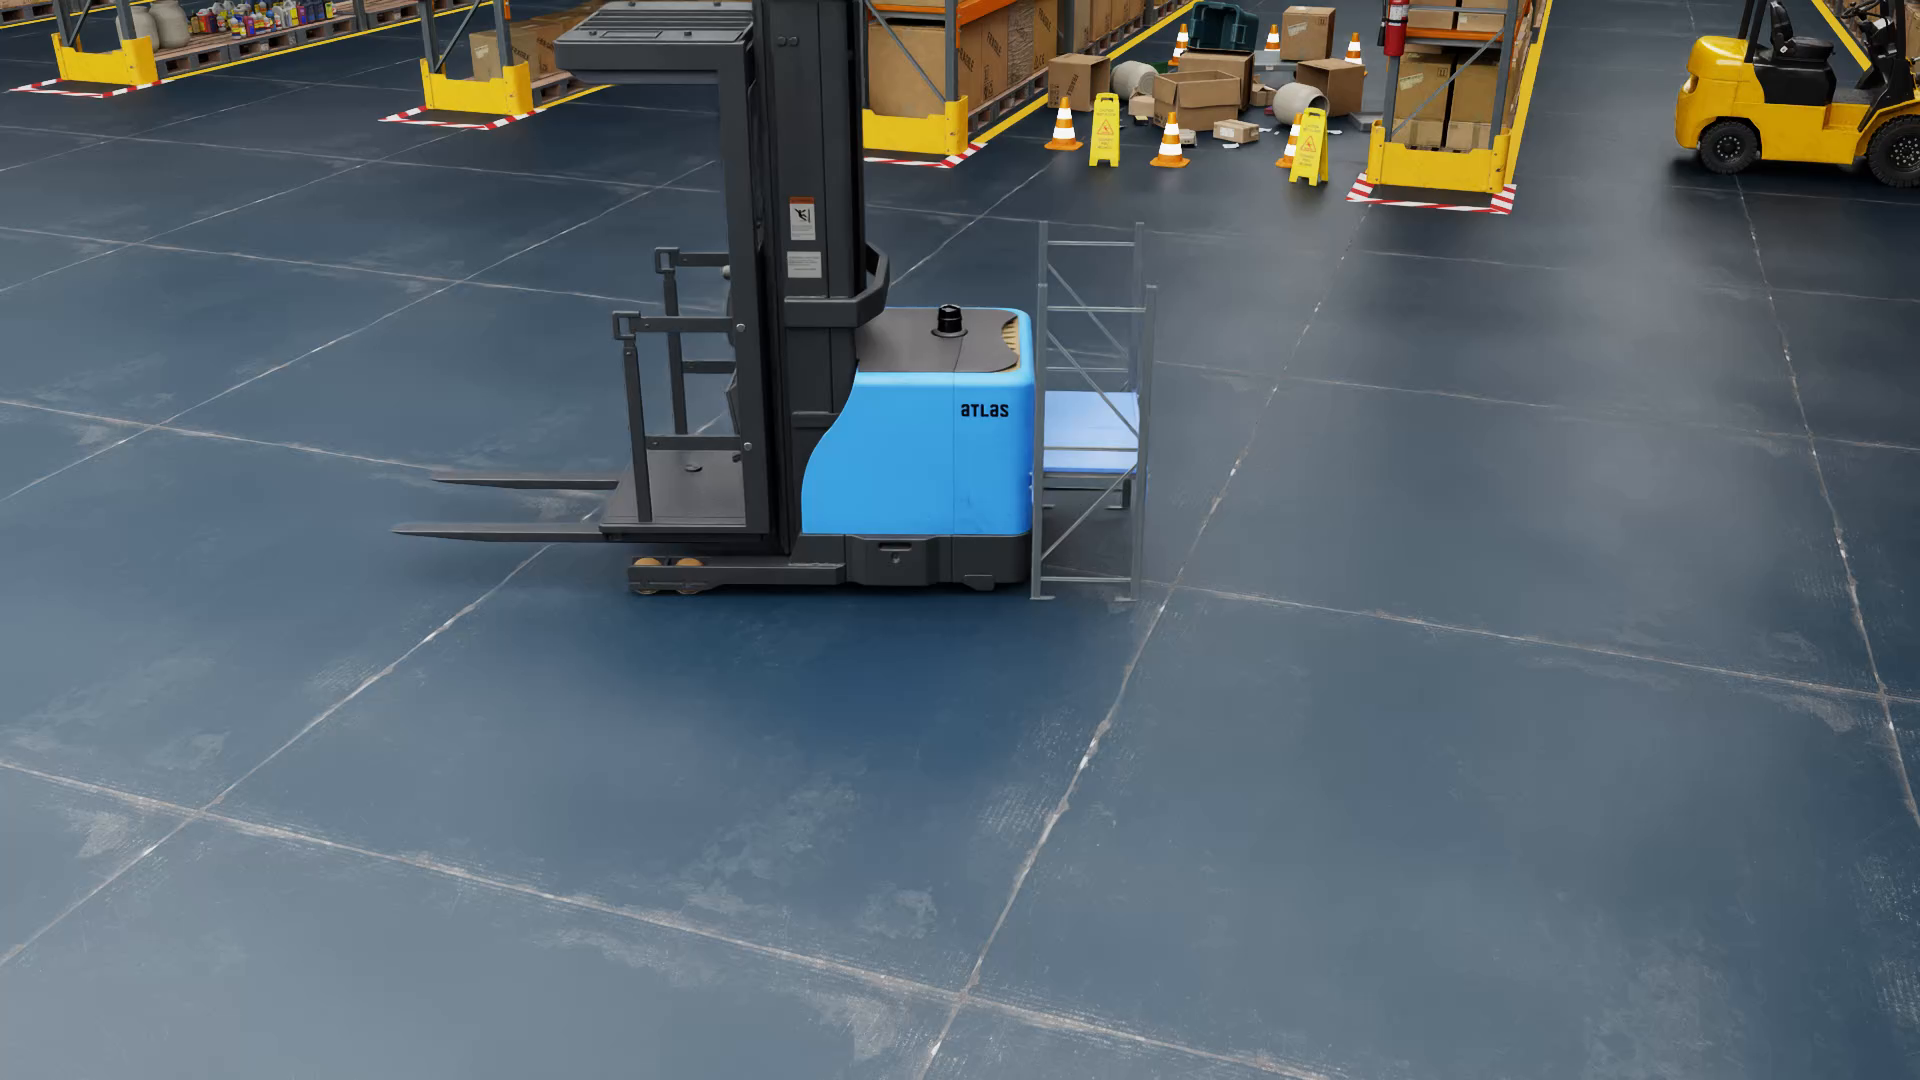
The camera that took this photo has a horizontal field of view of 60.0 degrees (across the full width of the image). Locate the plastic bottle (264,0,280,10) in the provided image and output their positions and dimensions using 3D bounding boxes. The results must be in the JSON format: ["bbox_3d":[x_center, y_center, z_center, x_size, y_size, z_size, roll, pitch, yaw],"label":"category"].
[{"bbox_3d":[-9.015,-6.997,21.795,0.144,0.351,0.185,9,27,17],"label":"plastic bottle"}]

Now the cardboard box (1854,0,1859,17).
[{"bbox_3d":[12.158,-7.171,22.005,0.500,0.500,0.500,8,27,16],"label":"cardboard box"}]

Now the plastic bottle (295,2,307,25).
[{"bbox_3d":[-8.512,-6.801,21.467,0.061,0.283,0.133,11,28,21],"label":"plastic bottle"}]

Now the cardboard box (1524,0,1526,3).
[{"bbox_3d":[4.782,-5.031,14.744,0.500,0.500,0.500,10,27,19],"label":"cardboard box"}]

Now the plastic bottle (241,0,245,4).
[{"bbox_3d":[-9.308,-6.848,21.565,0.061,0.283,0.133,10,28,20],"label":"plastic bottle"}]

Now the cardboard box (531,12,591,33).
[{"bbox_3d":[-4.535,-5.745,19.060,0.500,0.500,0.500,11,28,22],"label":"cardboard box"}]

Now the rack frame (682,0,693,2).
[{"bbox_3d":[-3.820,-7.566,20.434,1.000,3.000,0.127,9,27,17],"label":"rack frame"}]

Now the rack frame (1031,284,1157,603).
[{"bbox_3d":[0.578,-0.400,7.354,0.500,1.500,0.032,1,26,3],"label":"rack frame"}]

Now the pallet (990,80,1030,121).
[{"bbox_3d":[0.092,-4.746,17.809,1.003,0.211,1.213,9,27,17],"label":"pallet"}]

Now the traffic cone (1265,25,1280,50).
[{"bbox_3d":[3.771,-5.964,20.036,0.336,0.463,0.334,9,27,17],"label":"traffic cone"}]

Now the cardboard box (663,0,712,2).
[{"bbox_3d":[-3.596,-6.888,21.397,0.700,0.500,0.500,7,27,13],"label":"cardboard box"}]

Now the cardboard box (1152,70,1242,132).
[{"bbox_3d":[2.391,-4.450,16.864,0.797,0.503,0.637,-9,27,-18],"label":"cardboard box"}]

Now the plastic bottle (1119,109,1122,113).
[{"bbox_3d":[1.566,-4.536,17.548,0.283,0.061,0.133,0,26,-1],"label":"plastic bottle"}]

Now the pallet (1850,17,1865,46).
[{"bbox_3d":[12.230,-6.600,21.639,1.003,0.211,1.213,9,27,17],"label":"pallet"}]

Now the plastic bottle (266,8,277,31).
[{"bbox_3d":[-8.710,-6.575,21.014,0.097,0.271,0.097,0,26,0],"label":"plastic bottle"}]

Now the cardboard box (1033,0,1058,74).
[{"bbox_3d":[0.548,-5.789,18.721,0.875,0.875,0.875,9,27,18],"label":"cardboard box"}]

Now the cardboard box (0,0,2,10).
[{"bbox_3d":[-13.437,-7.321,22.602,0.500,0.250,0.500,9,27,17],"label":"cardboard box"}]

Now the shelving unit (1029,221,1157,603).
[{"bbox_3d":[0.603,-0.621,7.811,0.538,1.500,1.048,1,26,3],"label":"shelving unit"}]

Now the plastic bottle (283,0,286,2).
[{"bbox_3d":[-9.010,-7.187,22.277,0.097,0.271,0.097,0,26,0],"label":"plastic bottle"}]

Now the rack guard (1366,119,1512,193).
[{"bbox_3d":[4.219,-3.391,14.680,1.175,0.500,0.348,9,27,17],"label":"rack guard"}]

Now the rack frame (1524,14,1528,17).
[{"bbox_3d":[5.525,-6.129,17.466,1.000,3.000,0.127,9,27,17],"label":"rack frame"}]

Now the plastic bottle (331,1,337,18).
[{"bbox_3d":[-8.318,-7.028,22.030,0.097,0.201,0.097,0,26,0],"label":"plastic bottle"}]

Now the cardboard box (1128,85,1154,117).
[{"bbox_3d":[1.988,-4.601,17.448,0.396,0.266,0.258,14,29,26],"label":"cardboard box"}]

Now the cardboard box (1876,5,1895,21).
[{"bbox_3d":[11.476,-6.323,20.254,0.500,0.500,0.500,10,27,19],"label":"cardboard box"}]

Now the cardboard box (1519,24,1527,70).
[{"bbox_3d":[5.413,-4.926,16.795,0.500,0.500,0.500,9,27,18],"label":"cardboard box"}]

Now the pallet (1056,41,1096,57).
[{"bbox_3d":[1.009,-5.878,20.148,1.003,0.211,1.213,9,27,17],"label":"pallet"}]

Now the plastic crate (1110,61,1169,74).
[{"bbox_3d":[2.001,-5.304,18.923,0.662,0.188,0.450,-20,23,-36],"label":"plastic crate"}]

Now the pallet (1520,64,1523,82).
[{"bbox_3d":[5.783,-5.194,18.735,1.003,0.211,1.213,9,27,17],"label":"pallet"}]

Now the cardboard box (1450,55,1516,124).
[{"bbox_3d":[4.730,-4.075,15.037,0.500,0.500,0.500,8,27,16],"label":"cardboard box"}]

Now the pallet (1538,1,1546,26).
[{"bbox_3d":[7.597,-7.330,23.147,1.003,0.211,1.213,9,27,17],"label":"pallet"}]

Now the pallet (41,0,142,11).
[{"bbox_3d":[-12.952,-8.057,24.649,1.003,0.211,1.213,9,27,17],"label":"pallet"}]

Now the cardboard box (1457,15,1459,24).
[{"bbox_3d":[4.572,-4.587,14.570,0.380,0.149,0.250,9,27,18],"label":"cardboard box"}]

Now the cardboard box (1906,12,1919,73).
[{"bbox_3d":[10.884,-5.374,18.149,0.875,0.625,0.625,8,27,15],"label":"cardboard box"}]

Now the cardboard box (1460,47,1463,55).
[{"bbox_3d":[4.559,-4.562,16.043,0.500,0.500,0.500,8,27,16],"label":"cardboard box"}]

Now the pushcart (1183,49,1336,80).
[{"bbox_3d":[3.358,-5.258,18.677,1.648,0.377,0.936,0,26,-1],"label":"pushcart"}]

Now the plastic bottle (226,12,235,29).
[{"bbox_3d":[-9.289,-6.623,21.192,0.097,0.201,0.097,0,26,0],"label":"plastic bottle"}]

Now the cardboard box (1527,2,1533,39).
[{"bbox_3d":[6.658,-6.548,20.865,0.950,0.372,0.625,7,27,14],"label":"cardboard box"}]

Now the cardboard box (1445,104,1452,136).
[{"bbox_3d":[4.389,-4.019,15.782,0.500,0.250,0.500,9,27,18],"label":"cardboard box"}]

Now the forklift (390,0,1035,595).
[{"bbox_3d":[-1.164,-1.295,7.561,3.031,2.935,1.130,0,26,1],"label":"forklift"}]

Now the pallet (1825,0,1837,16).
[{"bbox_3d":[13.098,-7.725,23.962,1.003,0.211,1.213,9,27,17],"label":"pallet"}]

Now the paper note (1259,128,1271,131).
[{"bbox_3d":[3.055,-4.148,16.795,0.148,0.019,0.142,20,32,35],"label":"paper note"}]

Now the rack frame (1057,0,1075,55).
[{"bbox_3d":[0.823,-6.805,18.862,1.000,3.000,0.127,9,27,17],"label":"rack frame"}]

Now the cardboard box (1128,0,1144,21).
[{"bbox_3d":[1.867,-7.388,22.166,1.050,0.750,0.750,8,27,17],"label":"cardboard box"}]

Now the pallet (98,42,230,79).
[{"bbox_3d":[-9.566,-5.756,19.896,1.003,0.211,1.213,9,27,17],"label":"pallet"}]

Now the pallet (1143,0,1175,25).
[{"bbox_3d":[2.416,-7.514,23.528,1.003,0.211,1.213,9,27,17],"label":"pallet"}]

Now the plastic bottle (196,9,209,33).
[{"bbox_3d":[-9.515,-6.530,20.916,0.152,0.276,0.135,9,27,18],"label":"plastic bottle"}]

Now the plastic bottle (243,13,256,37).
[{"bbox_3d":[-8.832,-6.406,20.650,0.061,0.283,0.133,9,27,18],"label":"plastic bottle"}]

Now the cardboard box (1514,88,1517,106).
[{"bbox_3d":[5.240,-4.369,16.506,0.500,0.250,0.500,9,27,18],"label":"cardboard box"}]

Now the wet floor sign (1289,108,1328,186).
[{"bbox_3d":[3.121,-3.502,14.743,0.267,0.644,0.232,20,32,35],"label":"wet floor sign"}]
